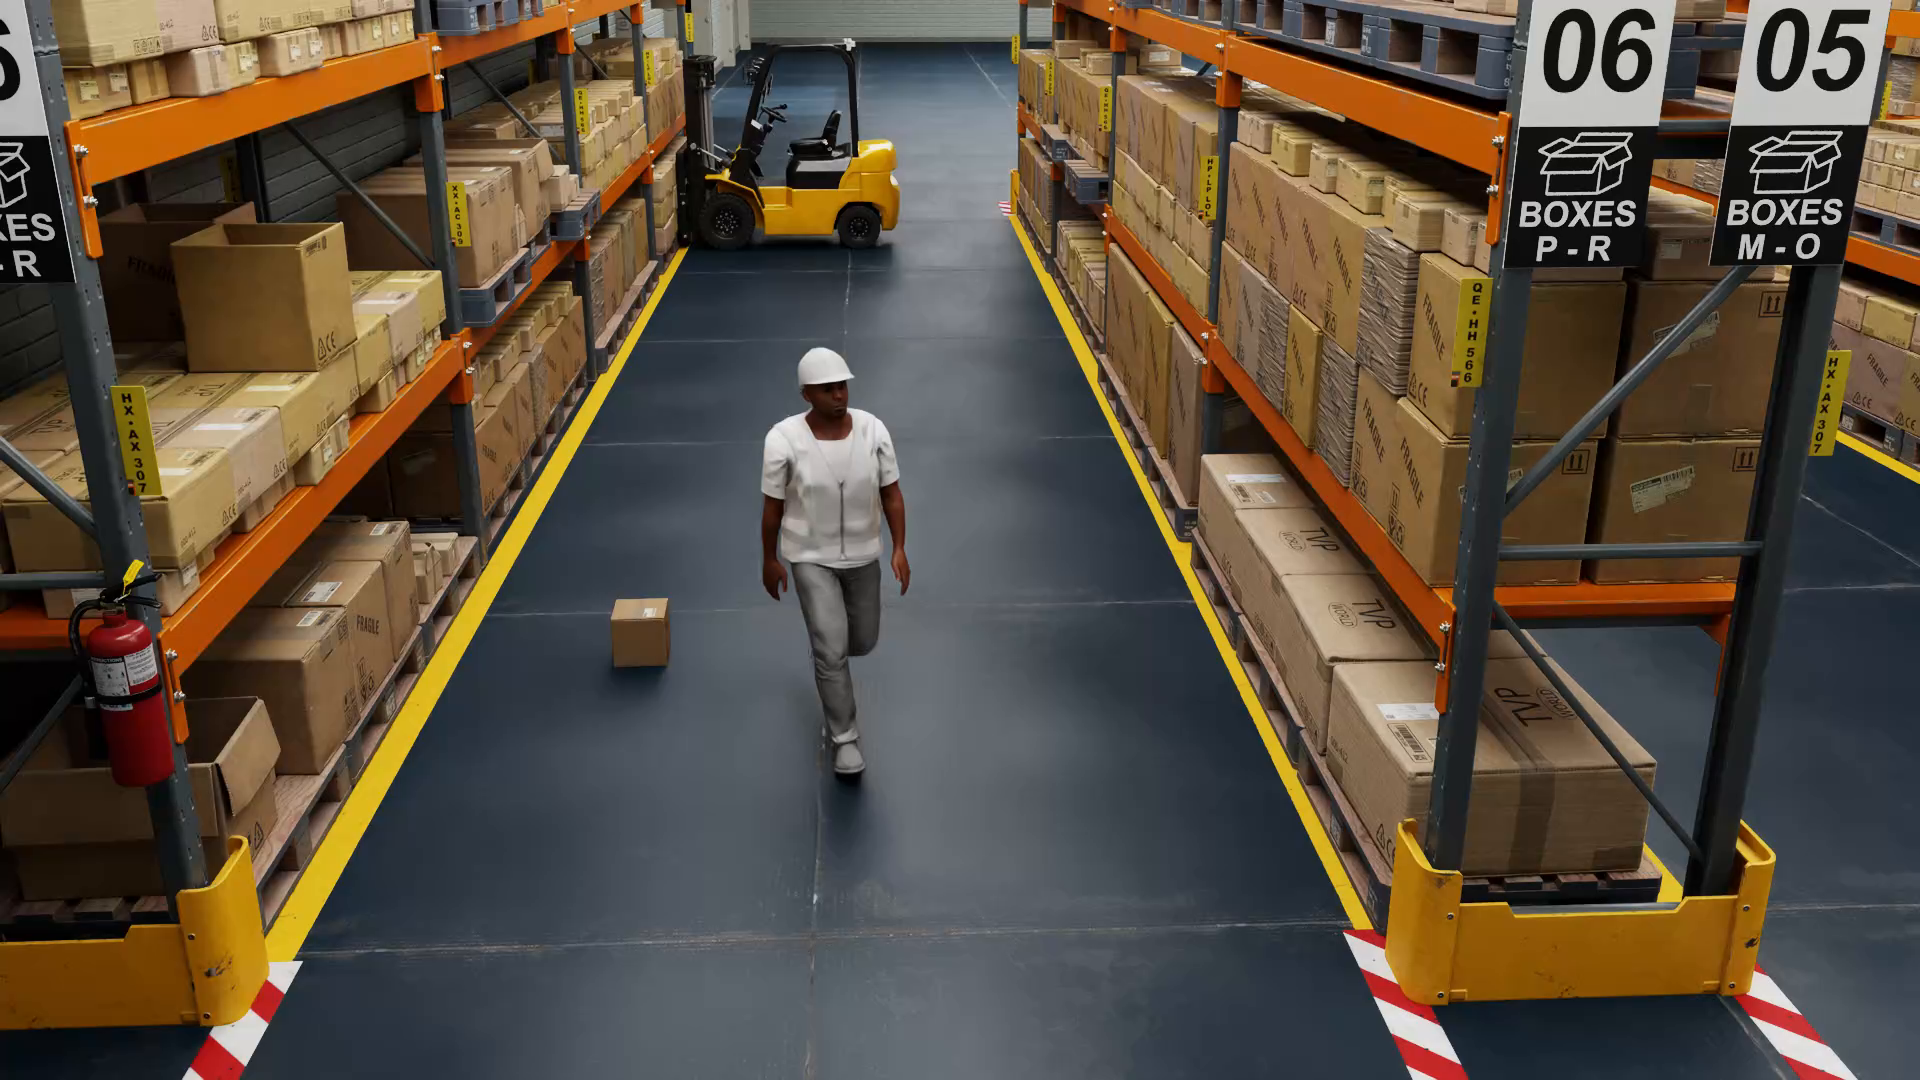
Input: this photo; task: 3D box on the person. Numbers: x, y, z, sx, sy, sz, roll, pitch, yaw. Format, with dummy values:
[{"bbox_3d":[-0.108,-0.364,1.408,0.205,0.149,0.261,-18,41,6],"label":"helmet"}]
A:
[{"bbox_3d":[-0.528,0.041,6.929,0.589,1.741,0.899,-8,22,-20],"label":"person"}]
